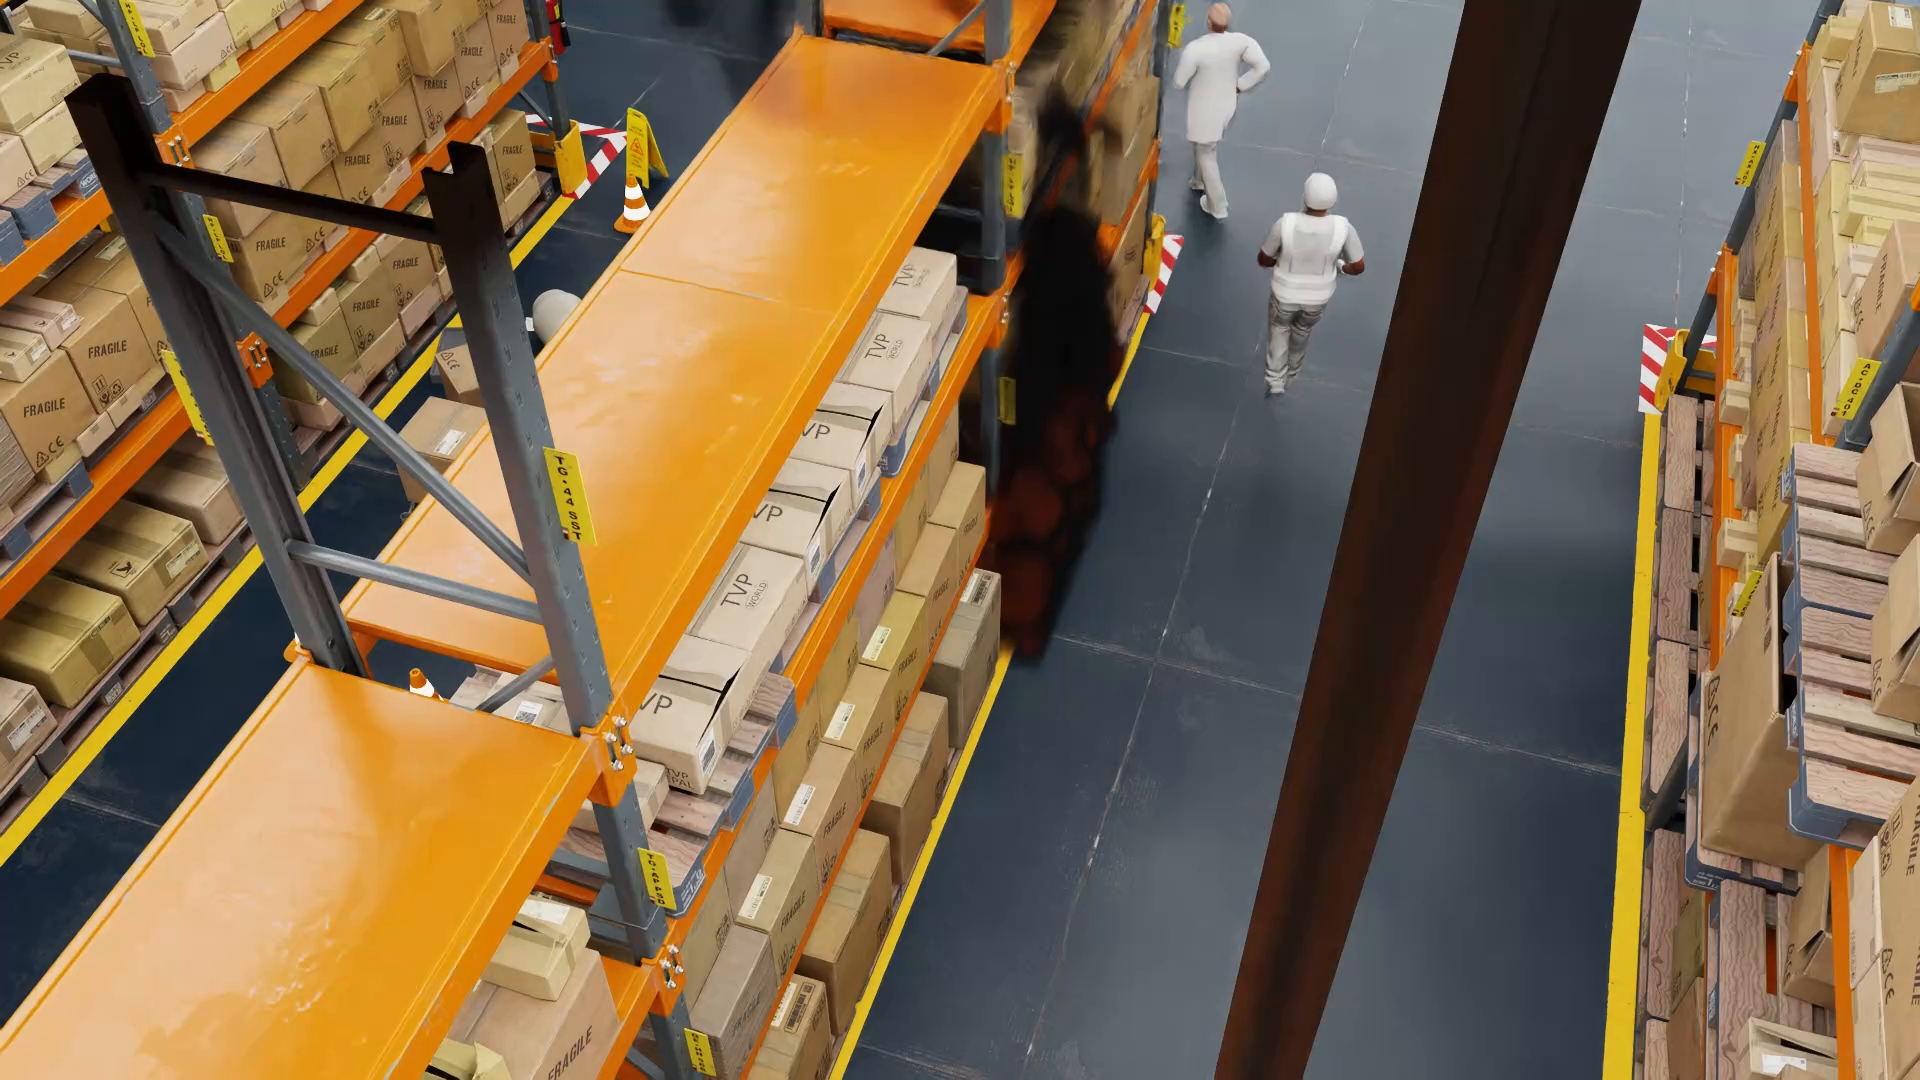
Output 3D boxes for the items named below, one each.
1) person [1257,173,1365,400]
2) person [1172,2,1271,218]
[{"bbox_3d":[2.302,-1.666,11.135,0.690,1.772,0.608,5,46,5],"label":"person"},{"bbox_3d":[2.005,-3.391,13.222,0.705,1.843,0.779,-16,48,-15],"label":"person"}]
